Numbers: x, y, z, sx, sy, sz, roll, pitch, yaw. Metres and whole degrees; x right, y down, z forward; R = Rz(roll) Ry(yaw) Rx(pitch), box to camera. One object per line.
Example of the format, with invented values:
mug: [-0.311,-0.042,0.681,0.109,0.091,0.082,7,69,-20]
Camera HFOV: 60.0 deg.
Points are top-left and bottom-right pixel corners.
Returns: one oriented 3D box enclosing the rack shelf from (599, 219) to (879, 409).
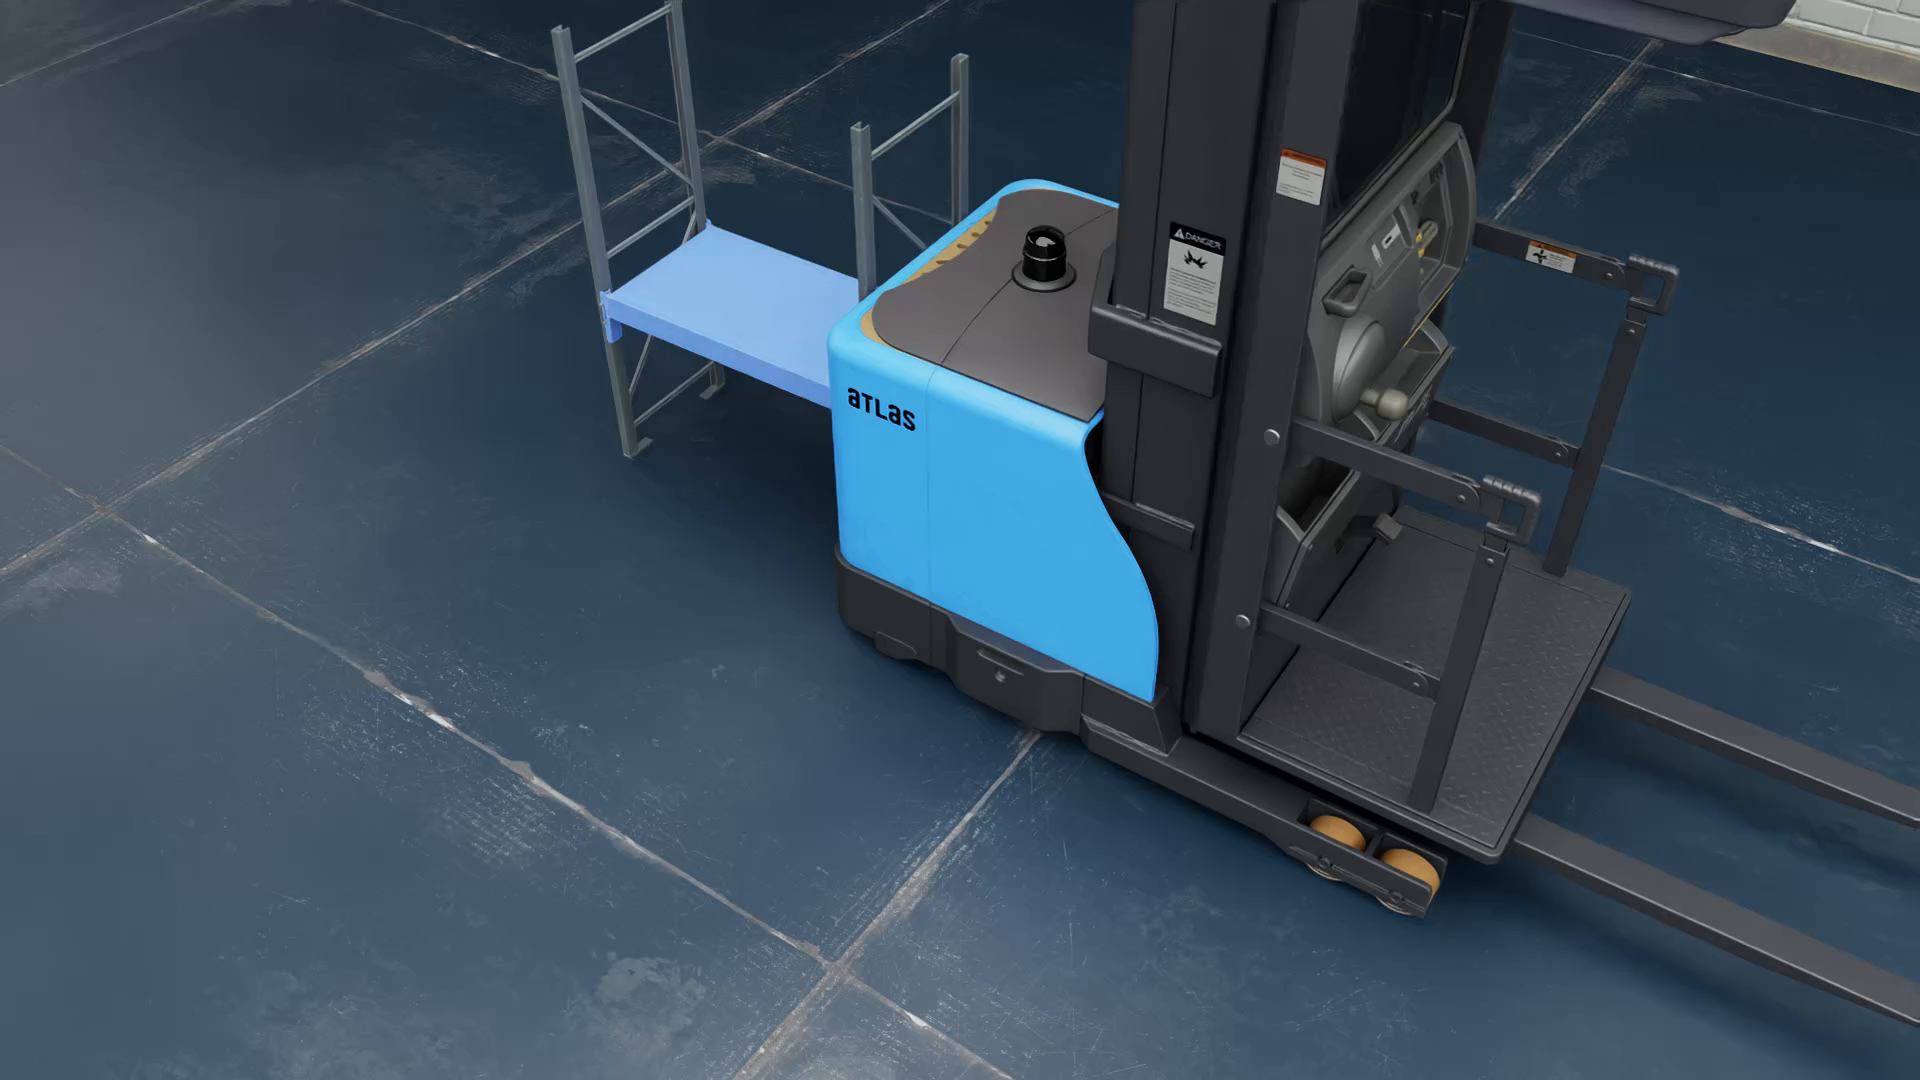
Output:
rack shelf: [-0.550,-0.654,5.126,1.000,0.185,0.538,24,47,24]

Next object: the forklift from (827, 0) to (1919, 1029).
forklift: [1.155,-0.557,3.675,3.031,2.935,1.130,24,47,24]

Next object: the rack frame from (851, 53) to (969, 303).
rack frame: [-0.124,-0.603,4.799,0.032,1.500,0.500,24,47,24]

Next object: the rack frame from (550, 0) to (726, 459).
rack frame: [-0.975,-0.974,5.214,0.032,1.500,0.500,24,47,24]

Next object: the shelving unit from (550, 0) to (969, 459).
shelving unit: [-0.550,-0.788,5.006,1.048,1.500,0.538,24,47,24]
